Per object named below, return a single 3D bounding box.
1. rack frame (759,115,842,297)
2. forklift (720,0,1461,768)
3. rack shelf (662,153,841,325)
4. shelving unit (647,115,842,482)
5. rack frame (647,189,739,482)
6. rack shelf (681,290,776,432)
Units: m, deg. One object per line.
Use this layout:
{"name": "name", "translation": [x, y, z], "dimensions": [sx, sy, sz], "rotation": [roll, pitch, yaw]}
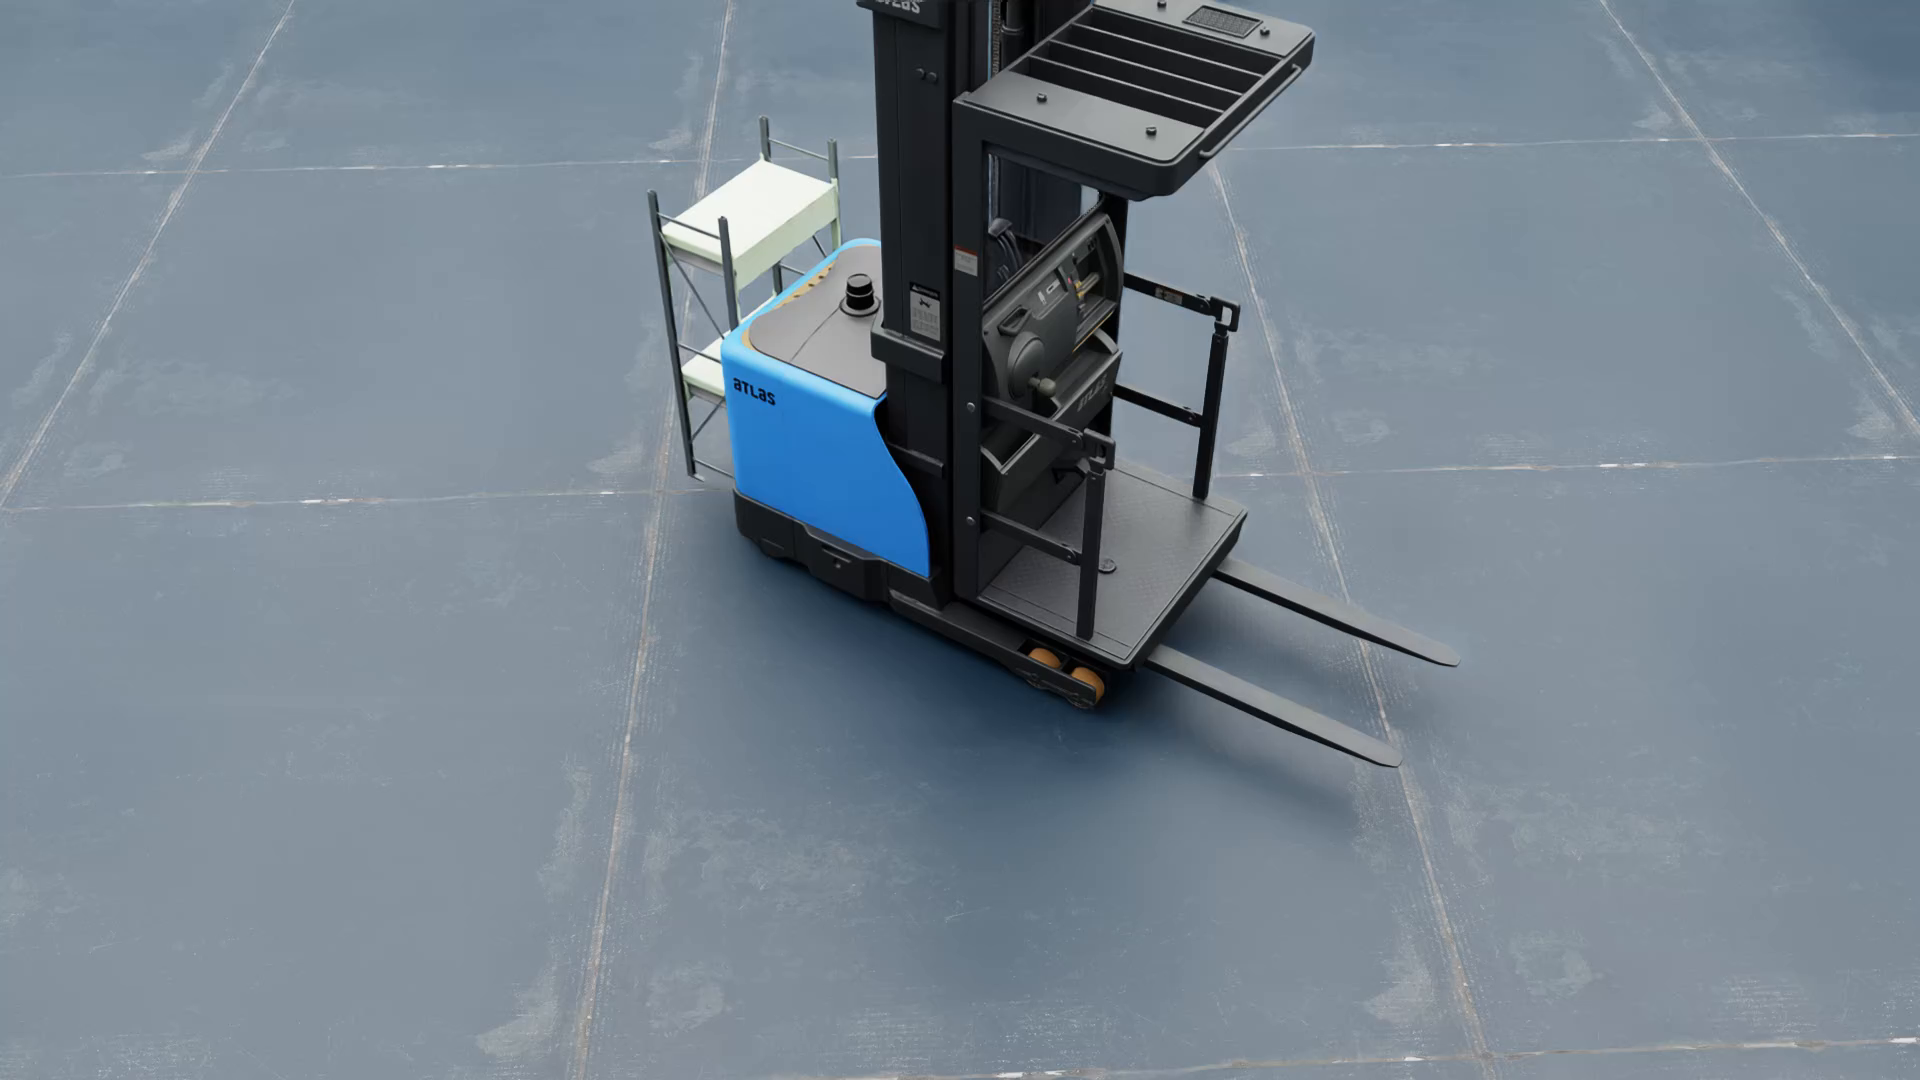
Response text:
{"name": "rack frame", "translation": [-0.694, -1.203, 7.602], "dimensions": [0.400, 1.500, 0.023], "rotation": [24, 48, 24]}
{"name": "forklift", "translation": [0.529, -0.818, 6.123], "dimensions": [3.031, 2.935, 1.130], "rotation": [24, 48, 24]}
{"name": "rack shelf", "translation": [-0.893, -1.283, 7.112], "dimensions": [0.431, 0.370, 0.720], "rotation": [24, 48, 24]}
{"name": "shelving unit", "translation": [-0.893, -0.995, 7.376], "dimensions": [0.431, 1.500, 0.755], "rotation": [24, 48, 24]}
{"name": "rack frame", "translation": [-1.092, -0.788, 7.149], "dimensions": [0.400, 1.500, 0.023], "rotation": [24, 48, 24]}
{"name": "rack shelf", "translation": [-0.893, -0.755, 7.596], "dimensions": [0.431, 0.370, 0.720], "rotation": [24, 48, 24]}
